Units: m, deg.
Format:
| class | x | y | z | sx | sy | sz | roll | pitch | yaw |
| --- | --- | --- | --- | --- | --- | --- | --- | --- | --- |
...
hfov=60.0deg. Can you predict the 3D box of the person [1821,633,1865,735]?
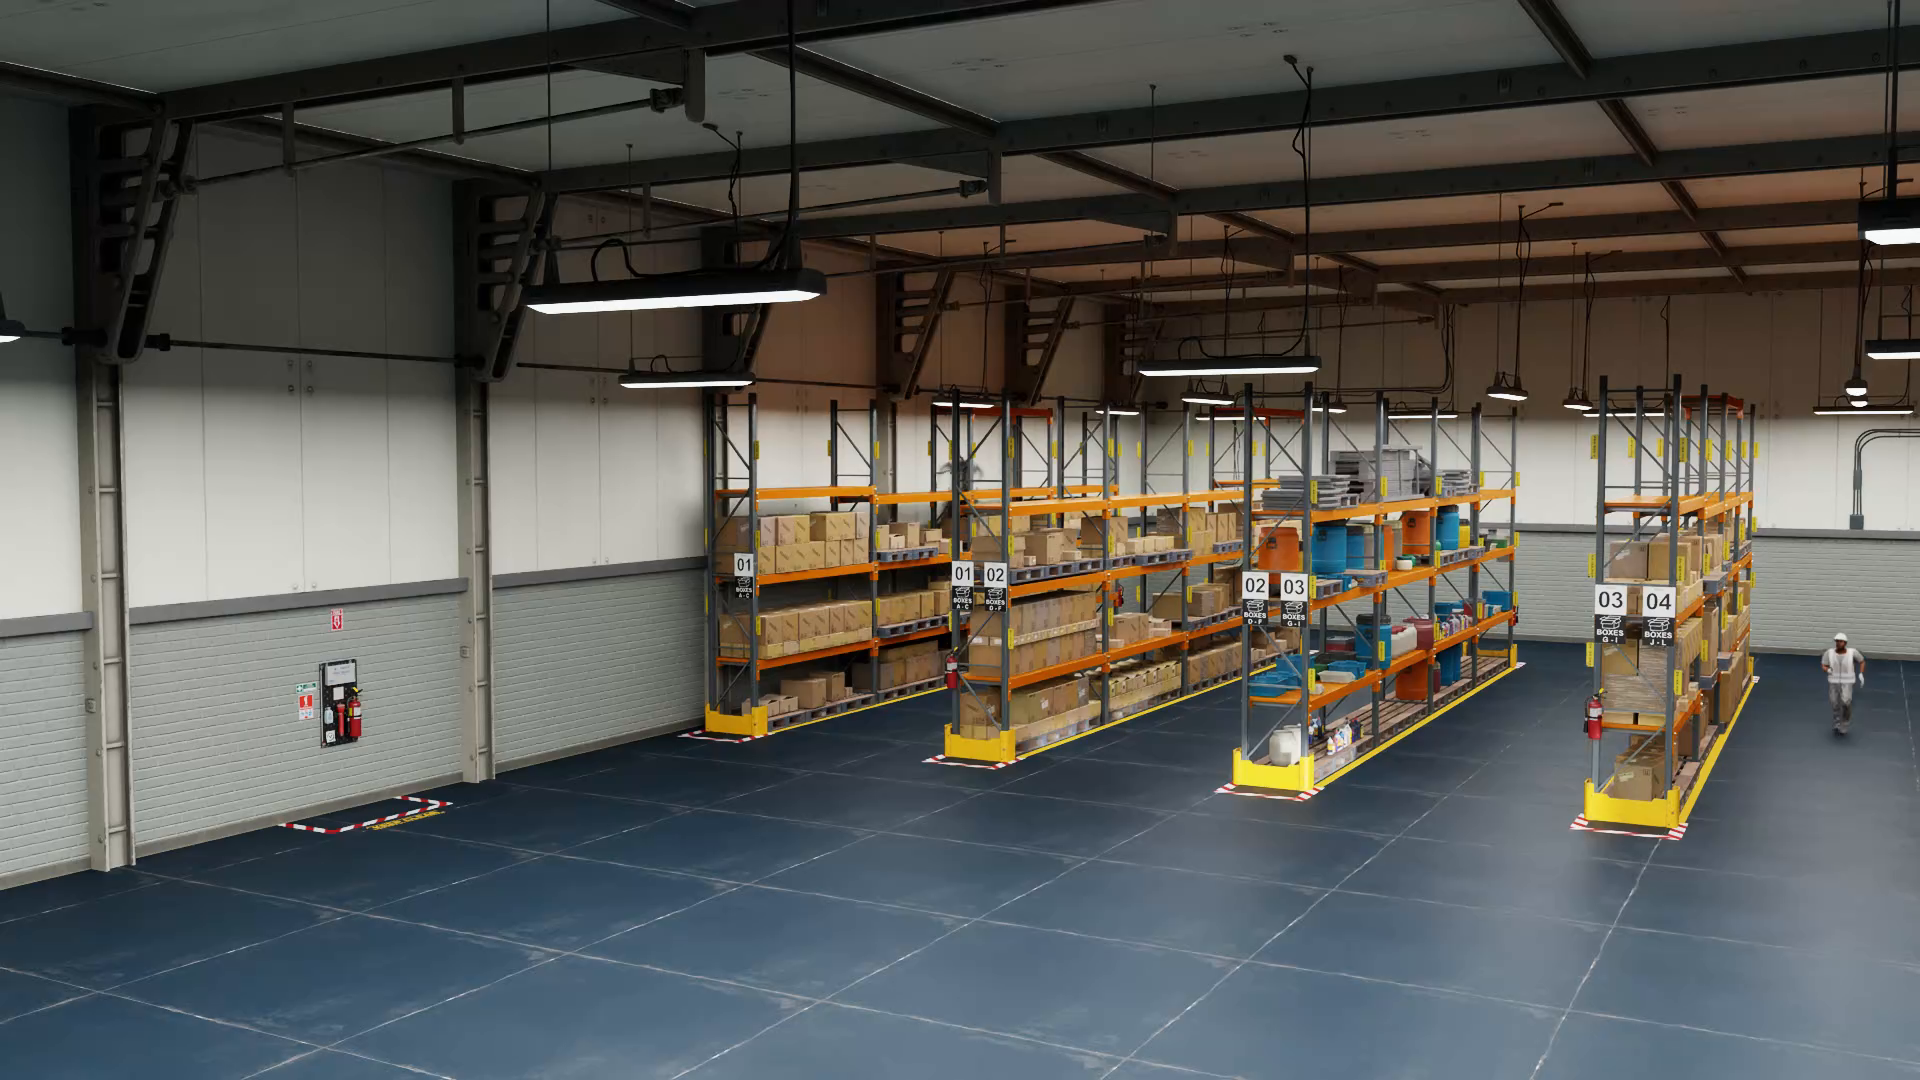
| class | x | y | z | sx | sy | sz | roll | pitch | yaw |
| --- | --- | --- | --- | --- | --- | --- | --- | --- | --- |
| person | 15.516 | 2.534 | 29.268 | 0.671 | 1.784 | 0.789 | 2 | 4 | 35 |
